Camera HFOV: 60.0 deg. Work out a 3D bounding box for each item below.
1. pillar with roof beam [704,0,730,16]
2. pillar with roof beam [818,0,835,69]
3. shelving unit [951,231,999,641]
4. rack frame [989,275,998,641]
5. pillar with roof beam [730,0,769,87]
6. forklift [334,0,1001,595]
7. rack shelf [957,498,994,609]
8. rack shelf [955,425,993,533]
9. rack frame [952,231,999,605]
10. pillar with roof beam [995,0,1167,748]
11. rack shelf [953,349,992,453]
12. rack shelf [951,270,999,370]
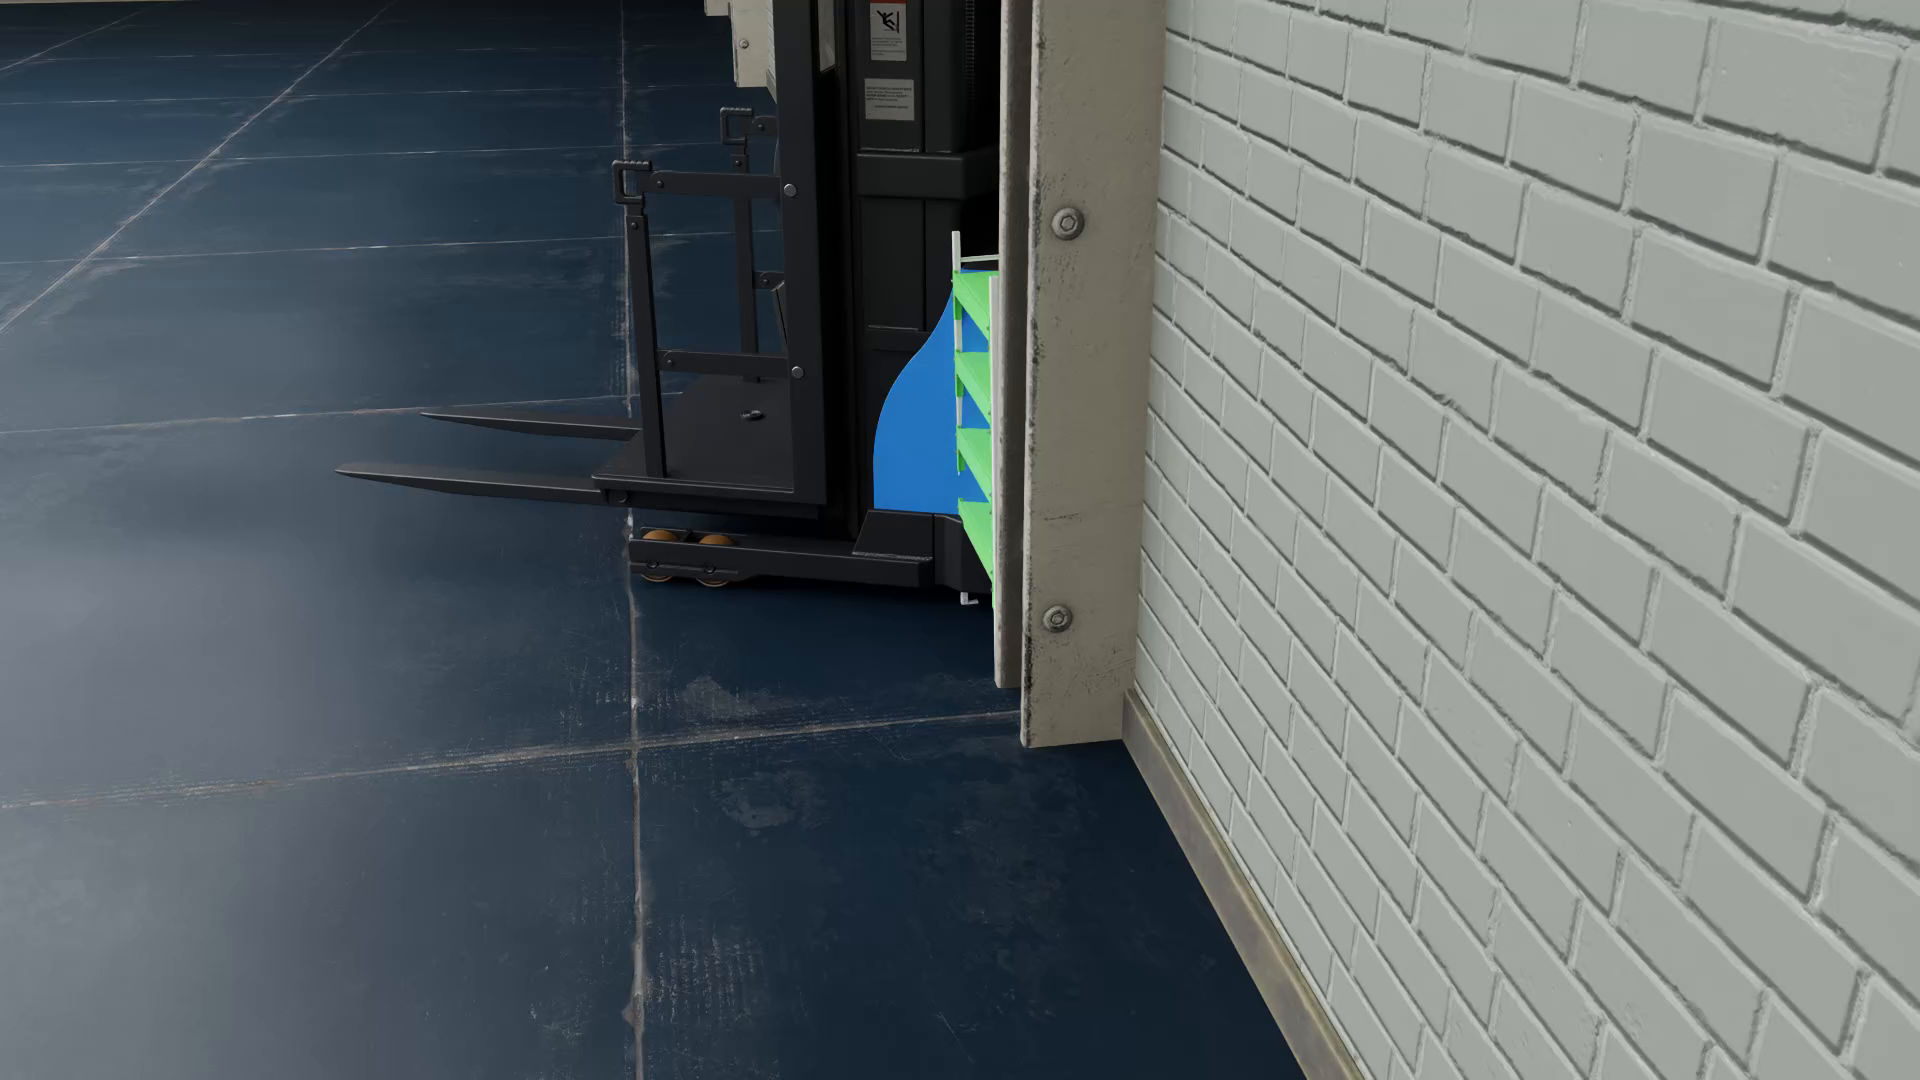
[{"bbox_3d":[-7.271,-10.415,18.354,9.100,9.000,0.400,-4,24,-10],"label":"pillar with roof beam"},{"bbox_3d":[-5.052,-5.695,7.547,9.100,9.000,0.400,-4,24,-10],"label":"pillar with roof beam"},{"bbox_3d":[0.159,-0.255,4.840,0.258,1.200,0.503,-6,25,-10],"label":"shelving unit"},{"bbox_3d":[0.208,-0.156,4.623,0.240,1.200,0.015,-6,25,-10],"label":"rack frame"},{"bbox_3d":[-6.162,-8.055,12.950,9.100,9.000,0.400,-4,24,-10],"label":"pillar with roof beam"},{"bbox_3d":[-0.614,-1.392,5.275,3.031,2.935,1.130,5,24,10],"label":"forklift"},{"bbox_3d":[0.165,0.021,4.967,0.258,0.148,0.480,-6,25,-10],"label":"rack shelf"},{"bbox_3d":[0.160,-0.197,4.867,0.258,0.148,0.480,-6,25,-10],"label":"rack shelf"},{"bbox_3d":[0.109,-0.354,5.058,0.240,1.200,0.015,-6,25,-10],"label":"rack frame"},{"bbox_3d":[-3.943,-3.335,2.143,9.100,9.000,0.400,-4,24,-10],"label":"pillar with roof beam"},{"bbox_3d":[0.155,-0.415,4.767,0.258,0.148,0.480,-6,25,-10],"label":"rack shelf"},{"bbox_3d":[0.150,-0.633,4.666,0.258,0.148,0.480,-6,25,-10],"label":"rack shelf"}]
